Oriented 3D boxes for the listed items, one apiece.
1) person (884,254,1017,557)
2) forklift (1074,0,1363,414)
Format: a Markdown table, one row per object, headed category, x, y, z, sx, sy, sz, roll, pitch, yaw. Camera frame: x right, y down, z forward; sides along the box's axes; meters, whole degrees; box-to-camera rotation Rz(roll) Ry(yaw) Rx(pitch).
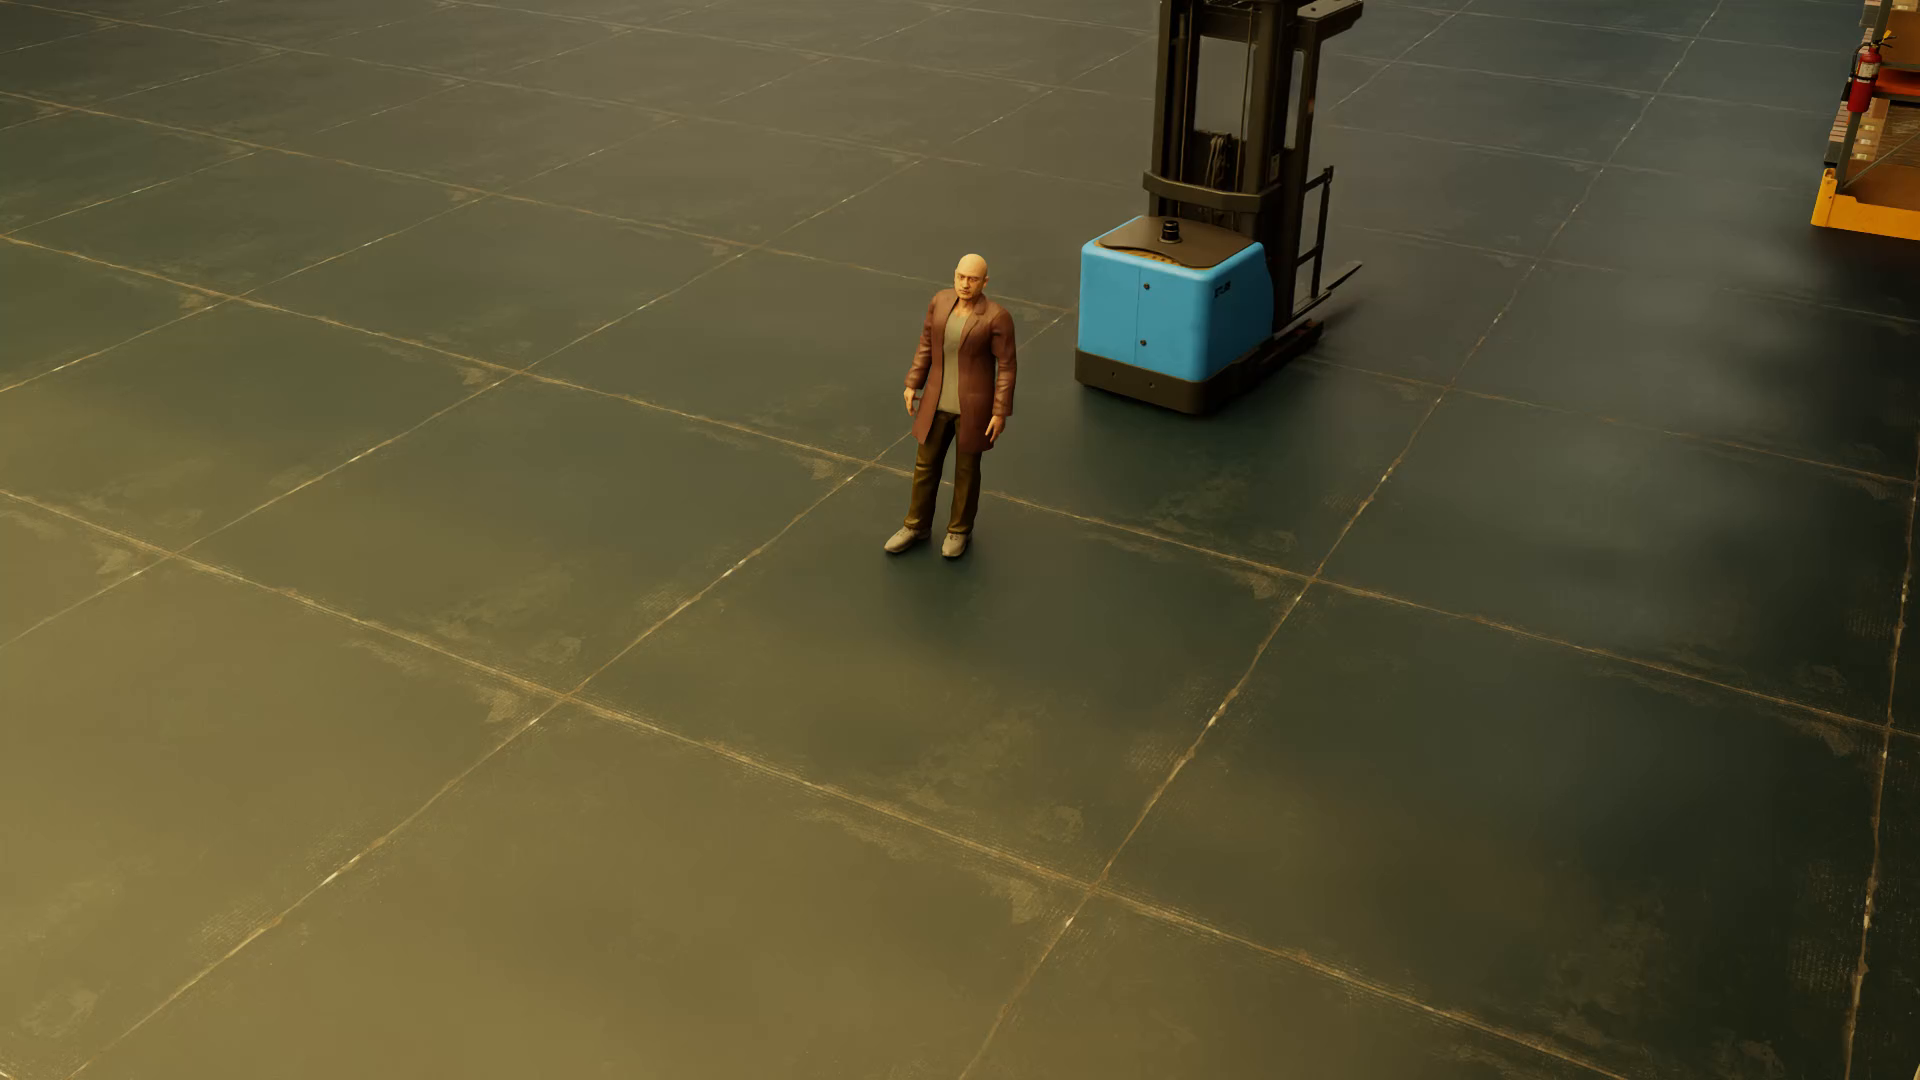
| category | x | y | z | sx | sy | sz | roll | pitch | yaw |
| --- | --- | --- | --- | --- | --- | --- | --- | --- | --- |
| person | -0.048 | -0.737 | 9.486 | 0.698 | 1.778 | 0.579 | 15 | 33 | 25 |
| forklift | 2.090 | -2.809 | 11.938 | 1.130 | 2.935 | 3.031 | 20 | 36 | 31 |
